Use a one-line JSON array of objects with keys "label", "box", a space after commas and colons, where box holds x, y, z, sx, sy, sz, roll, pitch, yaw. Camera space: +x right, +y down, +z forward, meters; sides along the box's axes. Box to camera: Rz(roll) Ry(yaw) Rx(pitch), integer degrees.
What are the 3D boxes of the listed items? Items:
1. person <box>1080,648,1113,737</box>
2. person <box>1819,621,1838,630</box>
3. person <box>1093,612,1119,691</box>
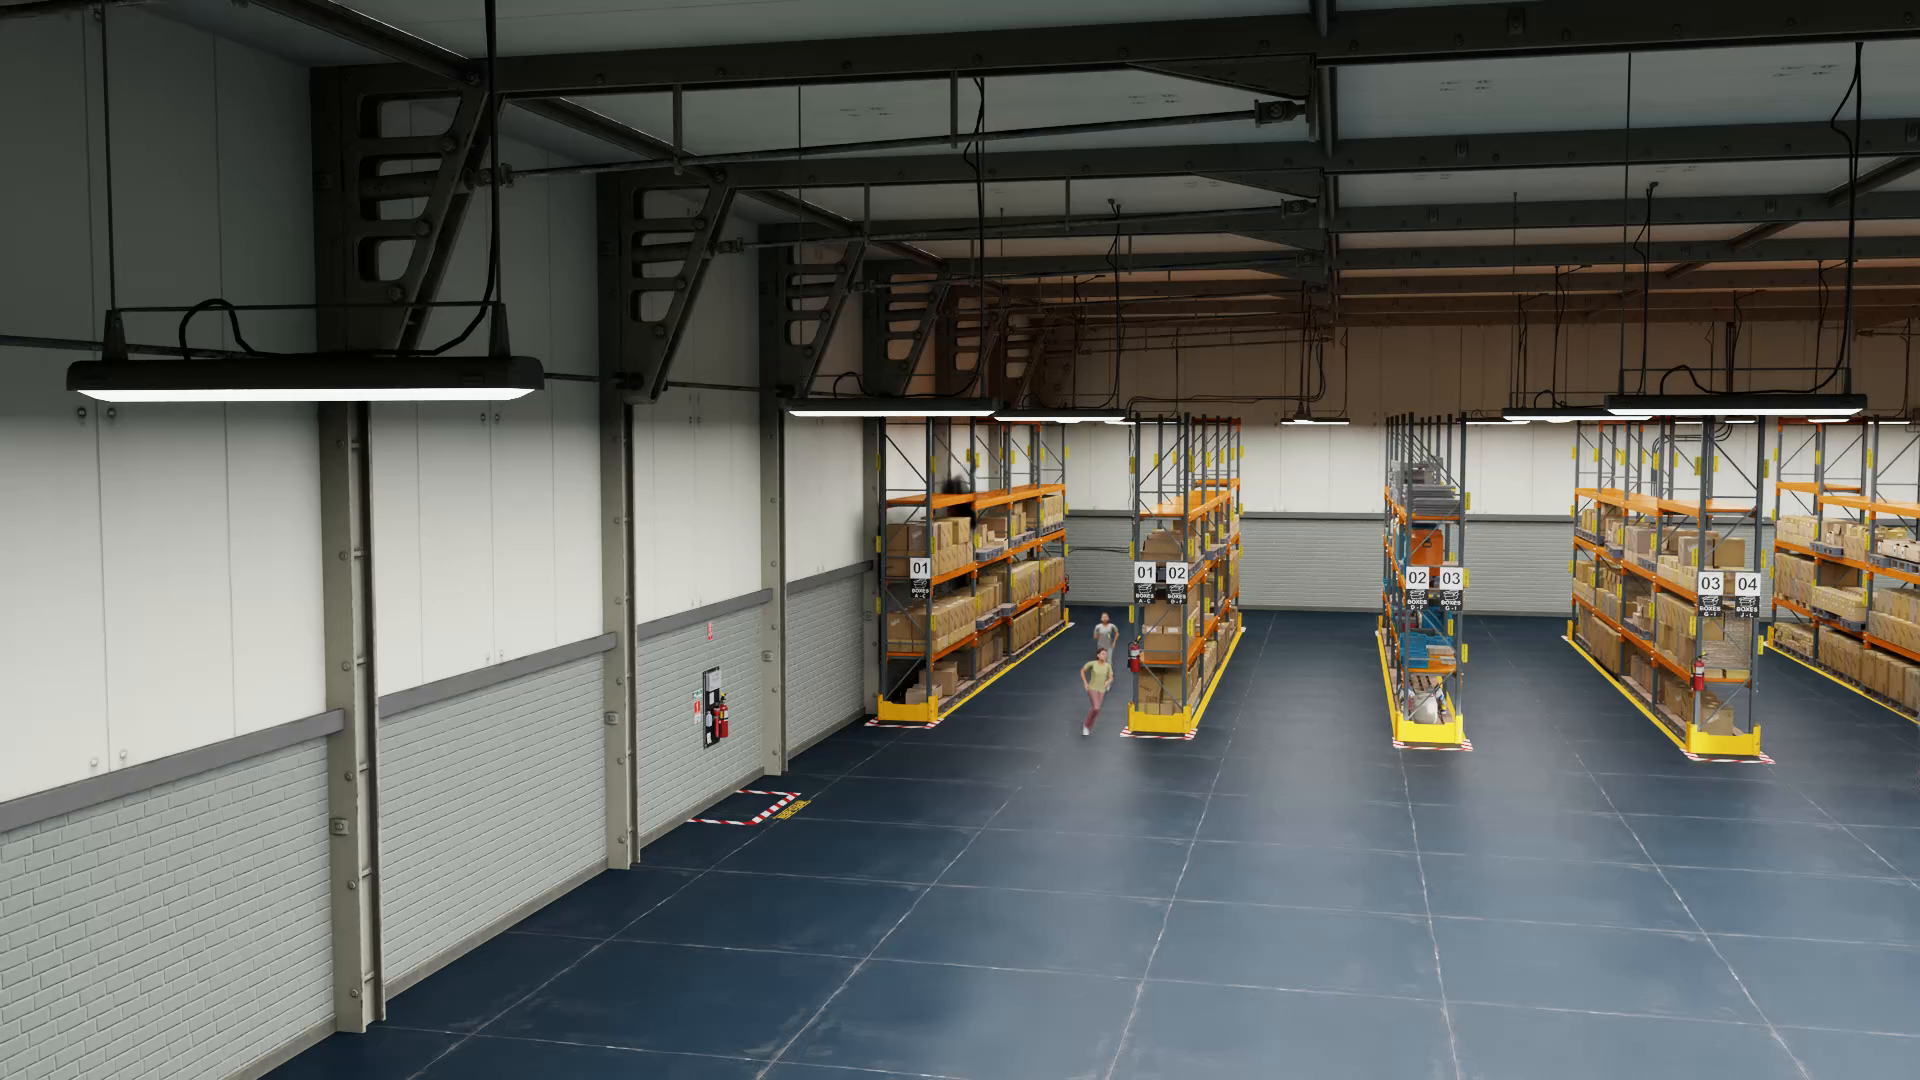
[{"label": "person", "box": [2.547, 2.813, 30.860, 0.613, 1.631, 0.586, -1, 4, -20]}, {"label": "person", "box": [22.910, 1.926, 44.230, 0.669, 1.619, 0.817, -2, 4, -27]}, {"label": "person", "box": [3.184, 2.428, 36.402, 0.544, 1.705, 0.691, 1, 4, 10]}]
